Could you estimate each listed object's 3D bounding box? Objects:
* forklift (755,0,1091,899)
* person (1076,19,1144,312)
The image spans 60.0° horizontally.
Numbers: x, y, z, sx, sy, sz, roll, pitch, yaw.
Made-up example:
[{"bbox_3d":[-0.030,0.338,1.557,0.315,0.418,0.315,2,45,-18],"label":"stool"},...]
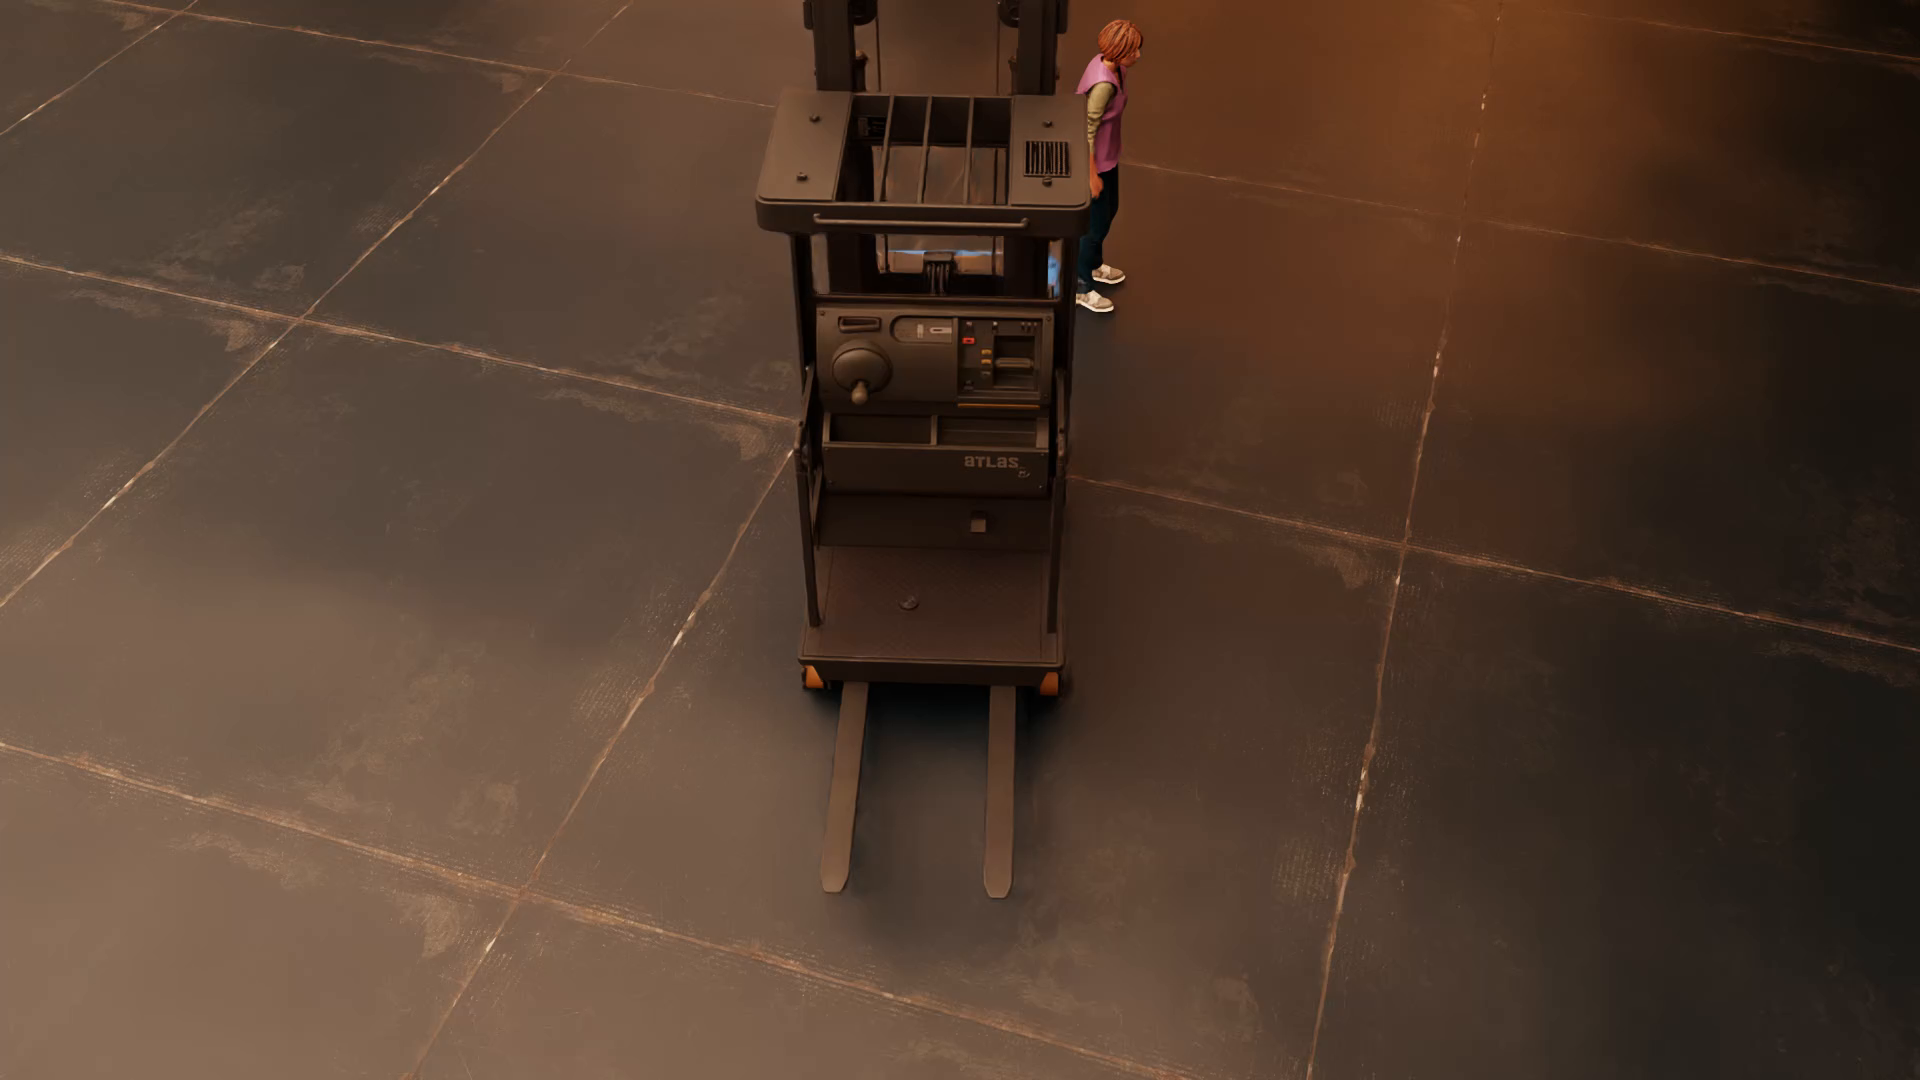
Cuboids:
[{"bbox_3d":[-0.104,-0.634,6.371,1.130,2.935,3.031,2,43,2],"label":"forklift"},{"bbox_3d":[0.743,-2.003,8.827,0.348,1.590,0.466,12,44,12],"label":"person"}]
